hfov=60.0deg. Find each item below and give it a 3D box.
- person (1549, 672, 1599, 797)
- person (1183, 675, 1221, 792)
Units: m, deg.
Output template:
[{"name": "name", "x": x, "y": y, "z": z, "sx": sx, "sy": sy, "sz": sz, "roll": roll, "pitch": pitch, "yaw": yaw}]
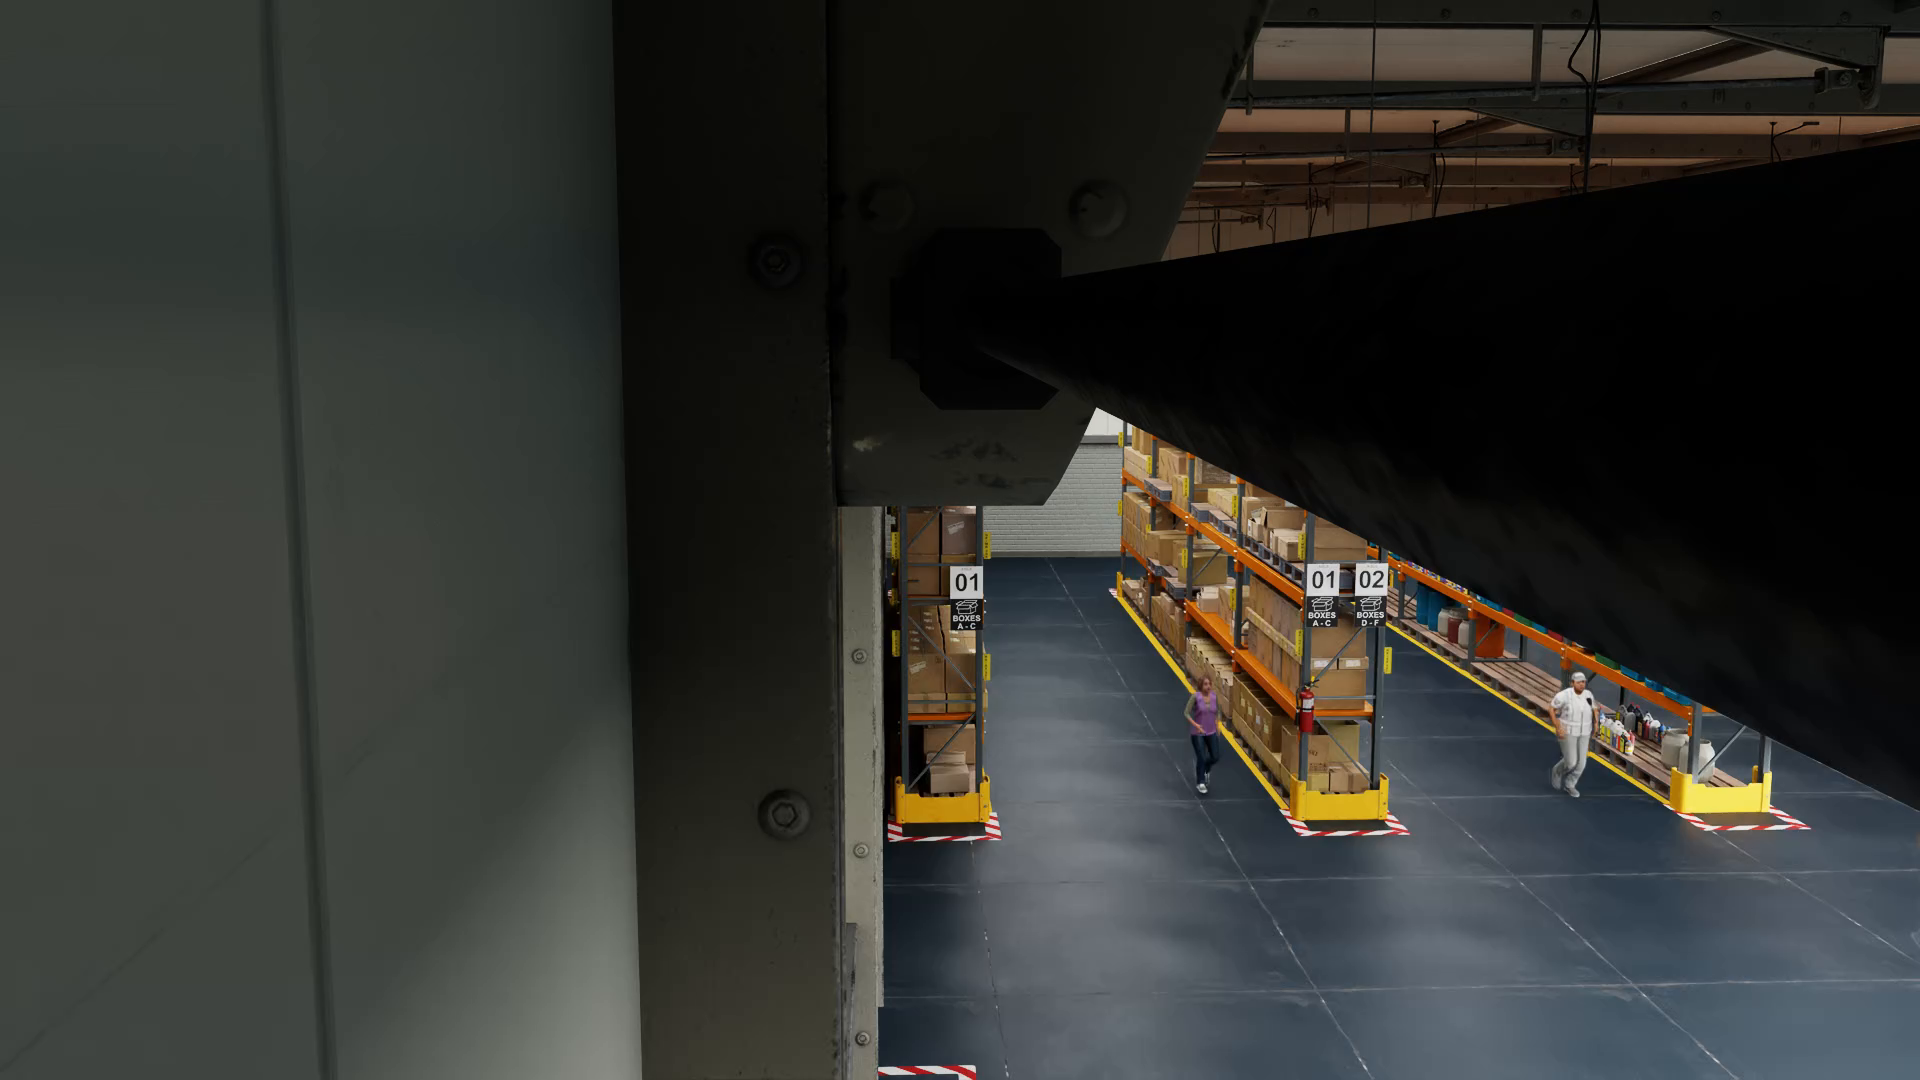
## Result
[{"name": "person", "x": 7.989, "y": 2.517, "z": 21.571, "sx": 0.618, "sy": 1.625, "sz": 0.545, "roll": -1, "pitch": 8, "yaw": -8}, {"name": "person", "x": 3.177, "y": 2.526, "z": 21.662, "sx": 0.553, "sy": 1.563, "sz": 0.533, "roll": -2, "pitch": 8, "yaw": -12}]
